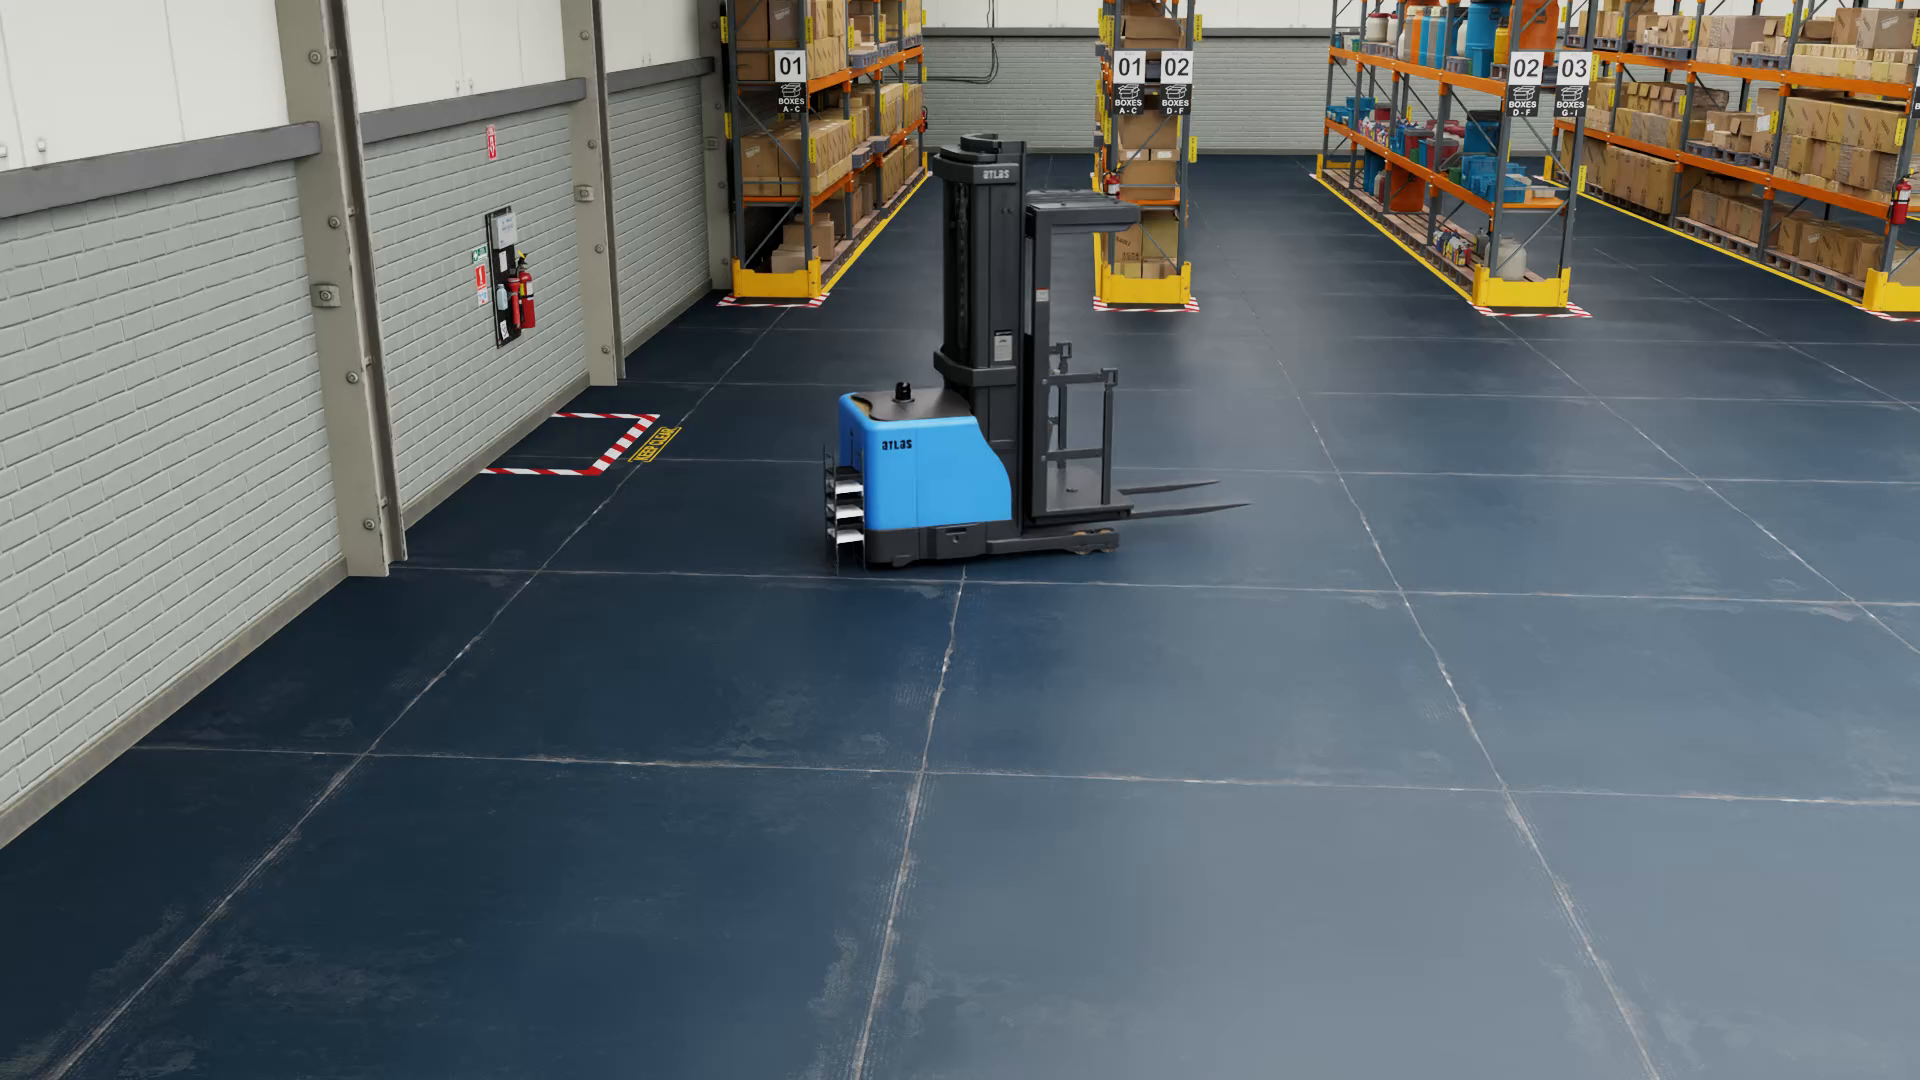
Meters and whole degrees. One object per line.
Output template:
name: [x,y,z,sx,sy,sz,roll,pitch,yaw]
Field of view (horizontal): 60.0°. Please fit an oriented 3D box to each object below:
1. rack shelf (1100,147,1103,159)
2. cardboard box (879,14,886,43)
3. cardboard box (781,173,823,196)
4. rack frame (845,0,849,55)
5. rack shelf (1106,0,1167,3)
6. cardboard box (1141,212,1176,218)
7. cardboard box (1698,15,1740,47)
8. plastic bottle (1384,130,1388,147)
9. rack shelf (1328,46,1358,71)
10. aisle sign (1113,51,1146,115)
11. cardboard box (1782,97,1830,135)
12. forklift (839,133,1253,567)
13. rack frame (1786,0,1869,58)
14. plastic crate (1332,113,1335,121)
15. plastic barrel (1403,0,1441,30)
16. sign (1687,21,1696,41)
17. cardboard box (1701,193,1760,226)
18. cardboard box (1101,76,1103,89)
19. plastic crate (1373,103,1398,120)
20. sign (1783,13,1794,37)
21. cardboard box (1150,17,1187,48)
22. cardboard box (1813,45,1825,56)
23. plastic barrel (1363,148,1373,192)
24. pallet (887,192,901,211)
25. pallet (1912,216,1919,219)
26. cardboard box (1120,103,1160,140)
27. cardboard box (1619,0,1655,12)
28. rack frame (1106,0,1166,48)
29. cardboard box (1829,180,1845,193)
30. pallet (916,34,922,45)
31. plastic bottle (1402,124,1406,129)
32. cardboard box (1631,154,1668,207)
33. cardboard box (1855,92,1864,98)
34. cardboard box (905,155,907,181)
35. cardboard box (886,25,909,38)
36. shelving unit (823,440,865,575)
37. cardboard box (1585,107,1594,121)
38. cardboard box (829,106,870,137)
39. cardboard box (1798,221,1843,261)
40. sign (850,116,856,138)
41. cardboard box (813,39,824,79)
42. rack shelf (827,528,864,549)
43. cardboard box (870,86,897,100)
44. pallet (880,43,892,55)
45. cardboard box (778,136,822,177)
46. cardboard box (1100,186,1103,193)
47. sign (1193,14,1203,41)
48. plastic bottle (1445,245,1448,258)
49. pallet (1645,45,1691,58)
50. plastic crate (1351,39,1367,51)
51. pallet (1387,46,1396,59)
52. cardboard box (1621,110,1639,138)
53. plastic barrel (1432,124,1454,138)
rack shelf: [3.174,-7.379,31.281,1.077,0.370,4.000,1,18,4]
cardboard box: [-1.772,-9.688,31.489,0.700,0.500,0.500,1,18,3]
cardboard box: [-2.133,-4.807,22.486,0.500,0.250,0.500,1,18,2]
rack frame: [-2.198,-8.818,24.882,1.000,3.000,0.127,1,18,4]
rack shelf: [2.887,-8.798,26.618,1.077,0.370,4.000,1,18,4]
cardboard box: [2.774,-4.337,23.379,0.500,0.500,0.500,1,18,4]
cardboard box: [12.621,-8.448,27.606,0.500,0.500,0.500,1,18,4]
plastic bottle: [7.591,-7.139,29.582,0.061,0.283,0.133,1,18,4]
rack shelf: [8.401,-9.935,34.264,1.077,0.370,4.000,1,18,4]
aisle sign: [2.159,-5.837,21.243,0.394,0.787,0.004,1,18,4]
cardboard box: [12.338,-6.165,24.177,0.500,0.500,0.500,1,18,4]
forklift: [0.669,-1.437,12.101,3.031,2.935,1.130,-5,19,-15]
rack frame: [12.624,-8.486,23.869,1.000,3.000,0.127,1,18,4]
plastic crate: [8.044,-8.998,35.394,0.250,0.136,0.298,1,18,4]
plastic barrel: [8.014,-8.993,28.871,0.600,0.830,0.708,1,18,4]
sign: [12.358,-8.601,28.081,0.100,0.325,0.005,1,18,4]
cardboard box: [12.856,-5.518,27.753,0.700,0.500,0.500,0,18,-1]
cardboard box: [3.129,-9.187,33.876,0.500,0.500,0.500,1,18,3]
plastic crate: [8.572,-8.561,33.534,0.402,0.464,0.583,1,18,4]
sign: [12.070,-7.505,24.229,0.100,0.325,0.005,1,18,4]
cardboard box: [2.849,-6.864,22.676,0.500,0.500,0.500,1,18,4]
cardboard box: [12.302,-6.916,23.497,0.380,0.149,0.250,1,18,4]
plastic barrel: [8.201,-7.264,32.470,0.600,0.901,0.708,1,18,4]
pallet: [-1.689,-6.505,31.937,1.003,0.211,1.213,1,18,4]
pallet: [17.998,-6.031,30.489,1.003,0.211,1.213,1,18,4]
cardboard box: [2.574,-5.760,22.941,0.700,0.500,0.500,1,18,4]
cardboard box: [13.272,-10.488,32.597,0.500,0.250,0.500,0,18,0]
rack frame: [3.030,-9.951,28.339,1.000,3.000,0.127,1,18,4]
cardboard box: [12.155,-4.835,22.764,0.380,0.149,0.250,1,18,4]
pallet: [-1.380,-10.847,36.033,1.003,0.211,1.213,1,18,4]
plastic bottle: [8.337,-7.653,31.167,0.097,0.271,0.097,0,18,0]
cardboard box: [13.053,-6.558,30.357,1.225,0.875,0.875,1,18,4]
cardboard box: [17.933,-8.954,32.689,0.500,0.500,0.500,1,18,2]
cardboard box: [-1.468,-7.693,34.424,0.700,0.500,0.500,2,18,5]
cardboard box: [-1.312,-10.261,33.511,0.500,0.250,0.500,1,18,4]
shelving unit: [-0.812,-0.225,11.665,0.210,0.900,0.258,-7,20,-21]
cardboard box: [13.039,-8.652,33.774,0.500,0.250,0.500,2,18,5]
cardboard box: [-1.935,-7.320,29.077,0.700,0.500,0.500,-1,18,-3]
cardboard box: [12.522,-4.345,24.208,0.500,0.500,0.500,7,20,21]
sign: [-1.656,-6.369,25.651,0.100,0.325,0.005,1,18,4]
cardboard box: [-2.137,-6.471,22.345,0.500,0.500,0.500,2,18,8]
rack shelf: [-0.812,-0.023,11.732,0.200,0.077,0.258,-7,20,-21]
cardboard box: [-1.485,-8.538,31.789,0.500,0.250,0.500,2,18,5]
pallet: [-1.840,-9.093,30.844,1.003,0.211,1.213,2,18,6]
cardboard box: [-2.150,-5.161,22.360,0.500,0.500,0.500,1,18,4]
cardboard box: [2.671,-5.940,28.574,0.500,0.311,0.500,1,18,3]
sign: [3.010,-6.479,21.032,0.100,0.325,0.005,1,18,4]
plastic bottle: [7.155,-4.238,24.326,0.097,0.201,0.097,0,18,0]
pallet: [12.981,-8.762,29.831,1.003,0.211,1.213,2,18,6]
plastic crate: [8.004,-9.866,33.167,0.416,0.233,0.300,1,18,4]
pallet: [8.123,-8.559,29.213,1.003,0.211,1.213,1,18,4]
cardboard box: [12.880,-7.874,31.475,0.500,0.500,0.500,1,18,4]
plastic barrel: [8.110,-6.717,27.925,0.421,0.512,0.421,0,18,0]
